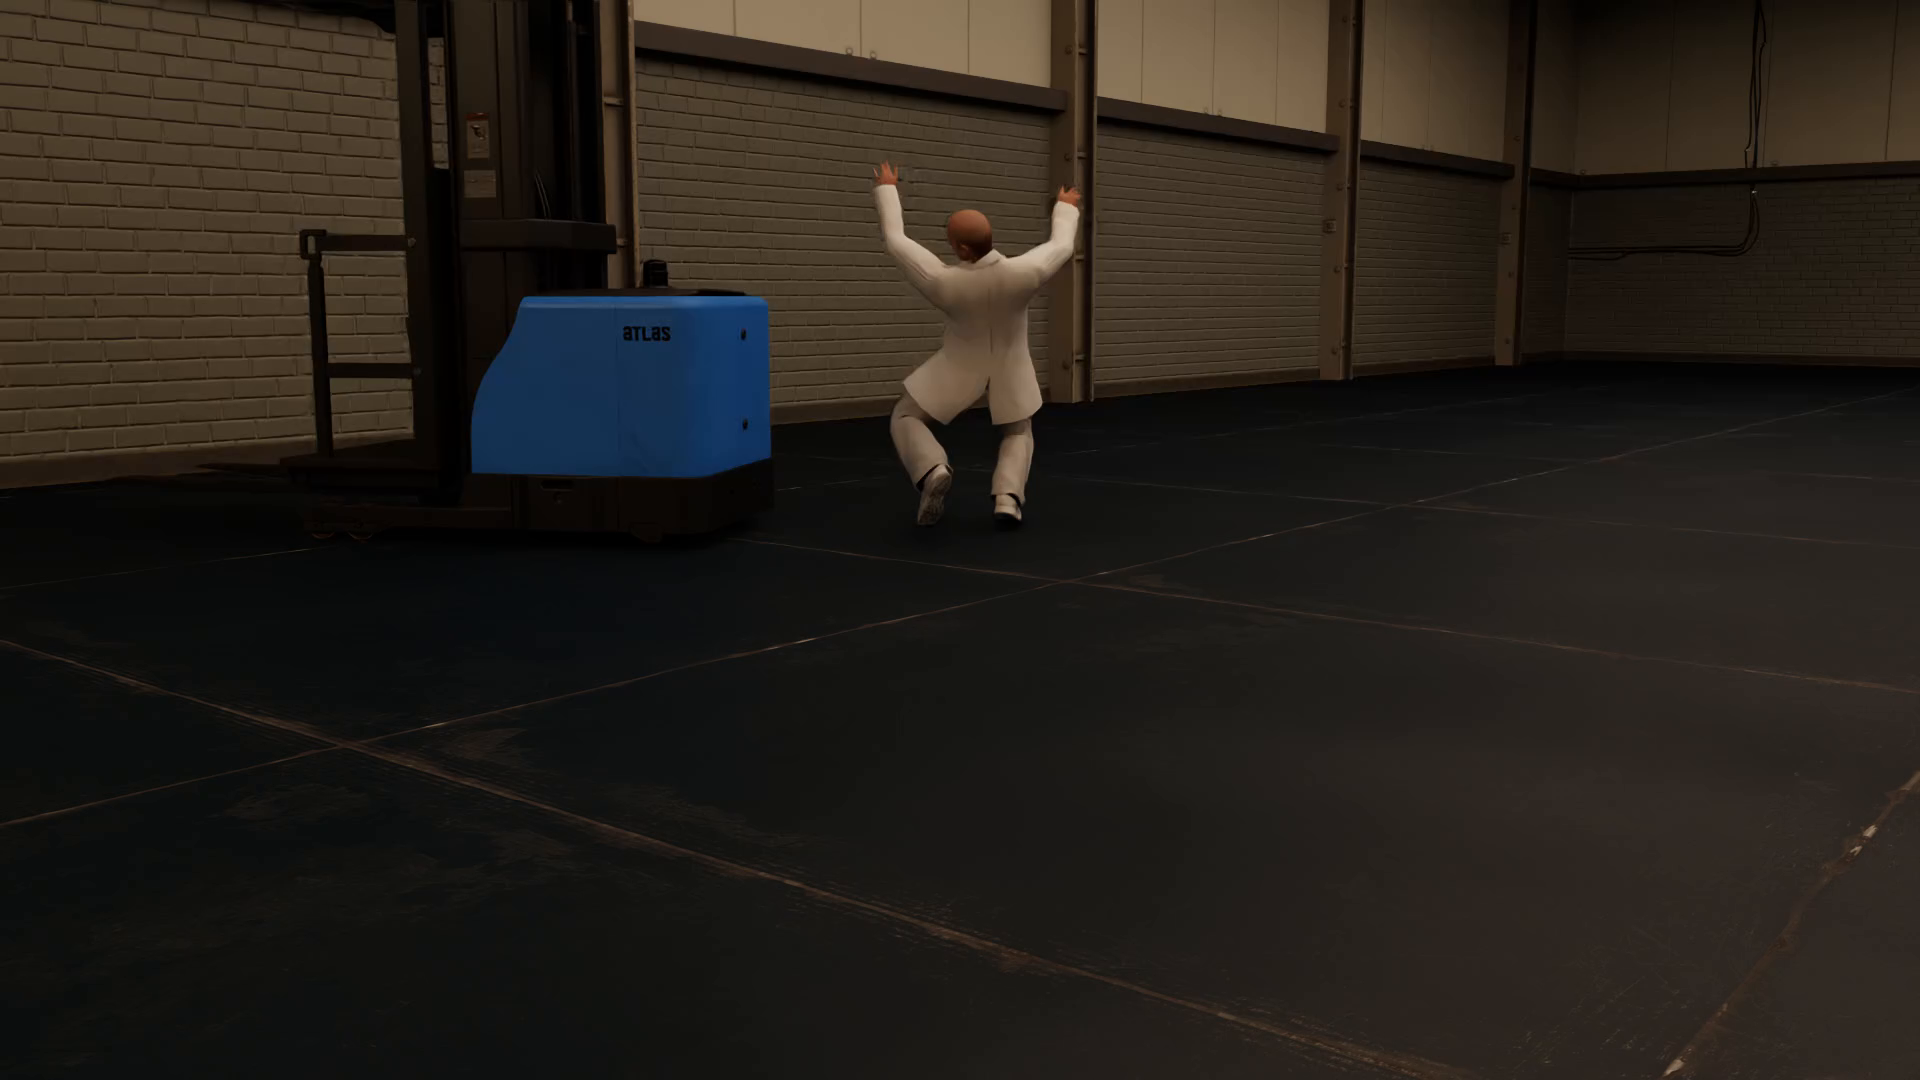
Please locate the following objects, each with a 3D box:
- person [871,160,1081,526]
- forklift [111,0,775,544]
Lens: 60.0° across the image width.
[{"bbox_3d":[0.120,-0.908,7.777,1.049,1.714,0.748,-2,8,-10],"label":"person"},{"bbox_3d":[-2.460,-1.520,7.669,3.031,2.935,1.130,2,9,12],"label":"forklift"}]
